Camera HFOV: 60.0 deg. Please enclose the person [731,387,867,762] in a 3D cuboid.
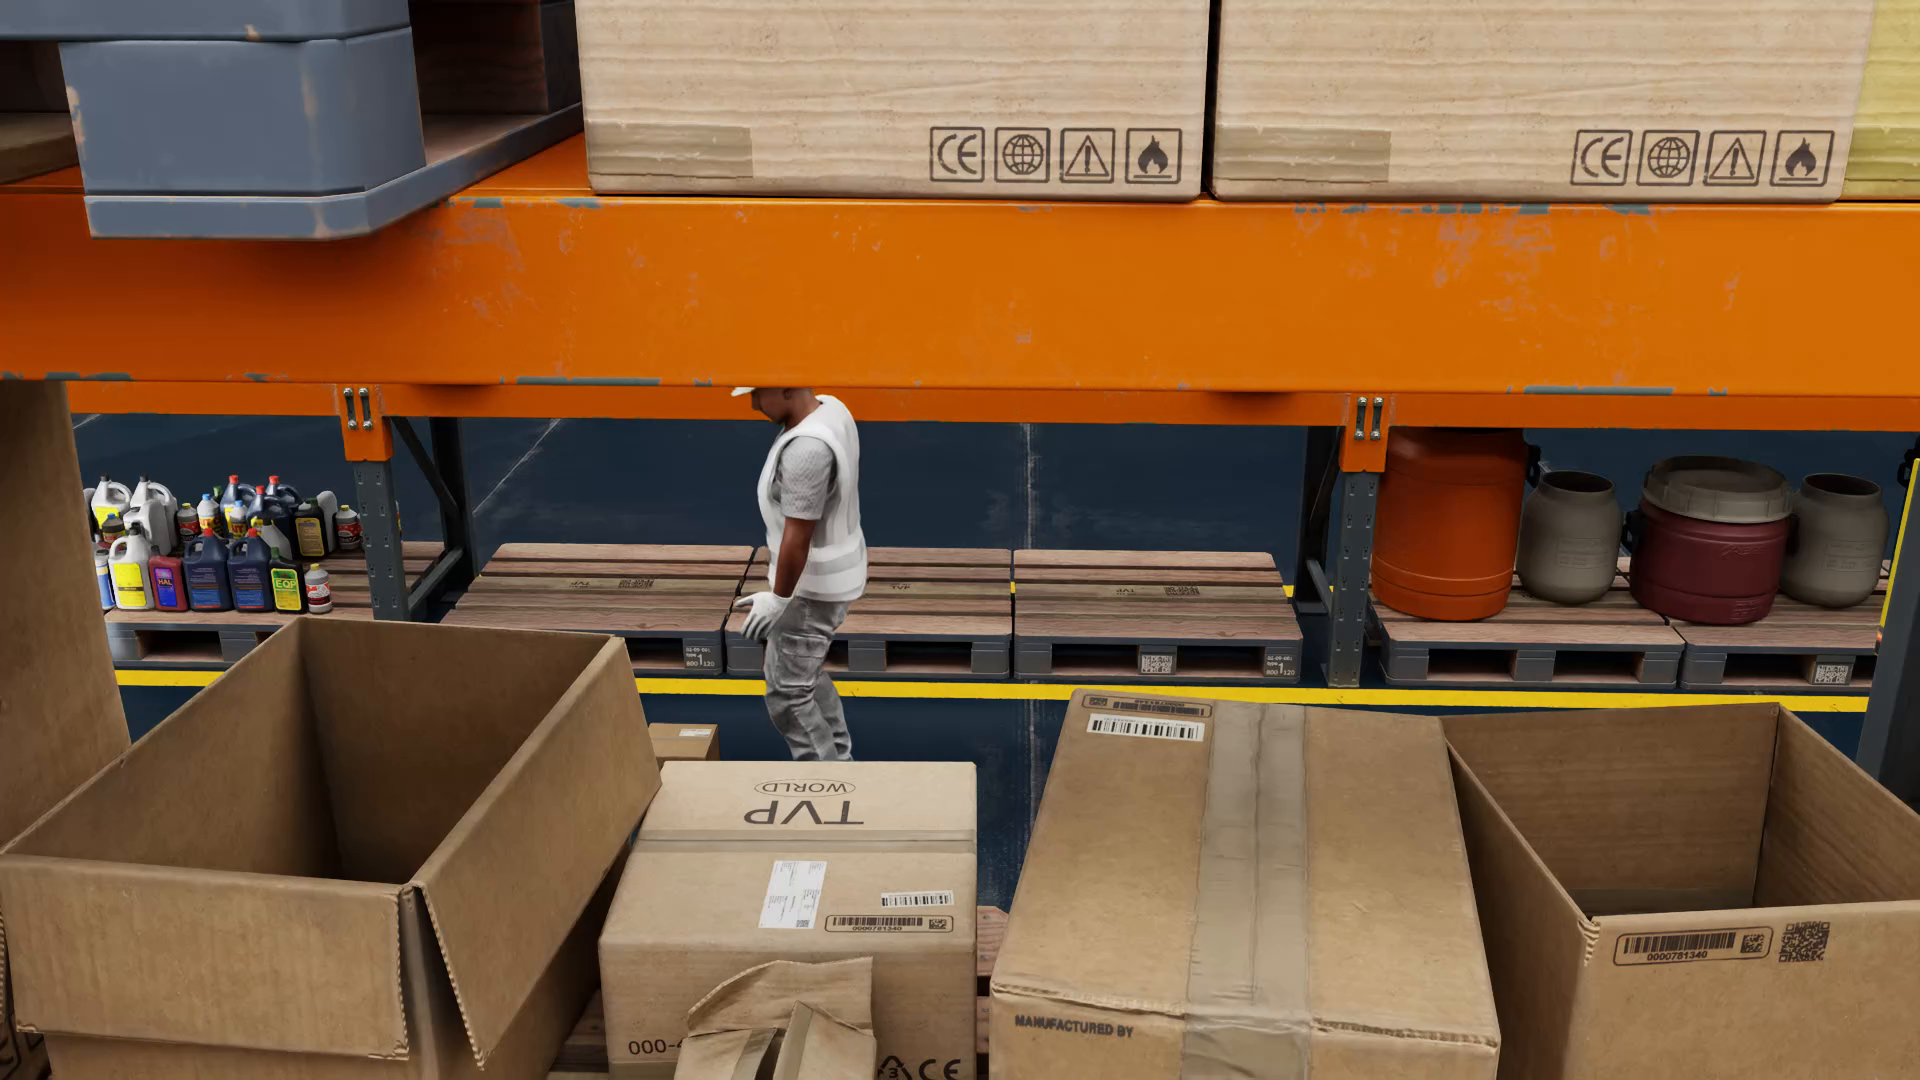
[{"bbox_3d":[-0.536,0.152,5.700,0.427,1.749,0.566,1,21,3],"label":"person"}]
